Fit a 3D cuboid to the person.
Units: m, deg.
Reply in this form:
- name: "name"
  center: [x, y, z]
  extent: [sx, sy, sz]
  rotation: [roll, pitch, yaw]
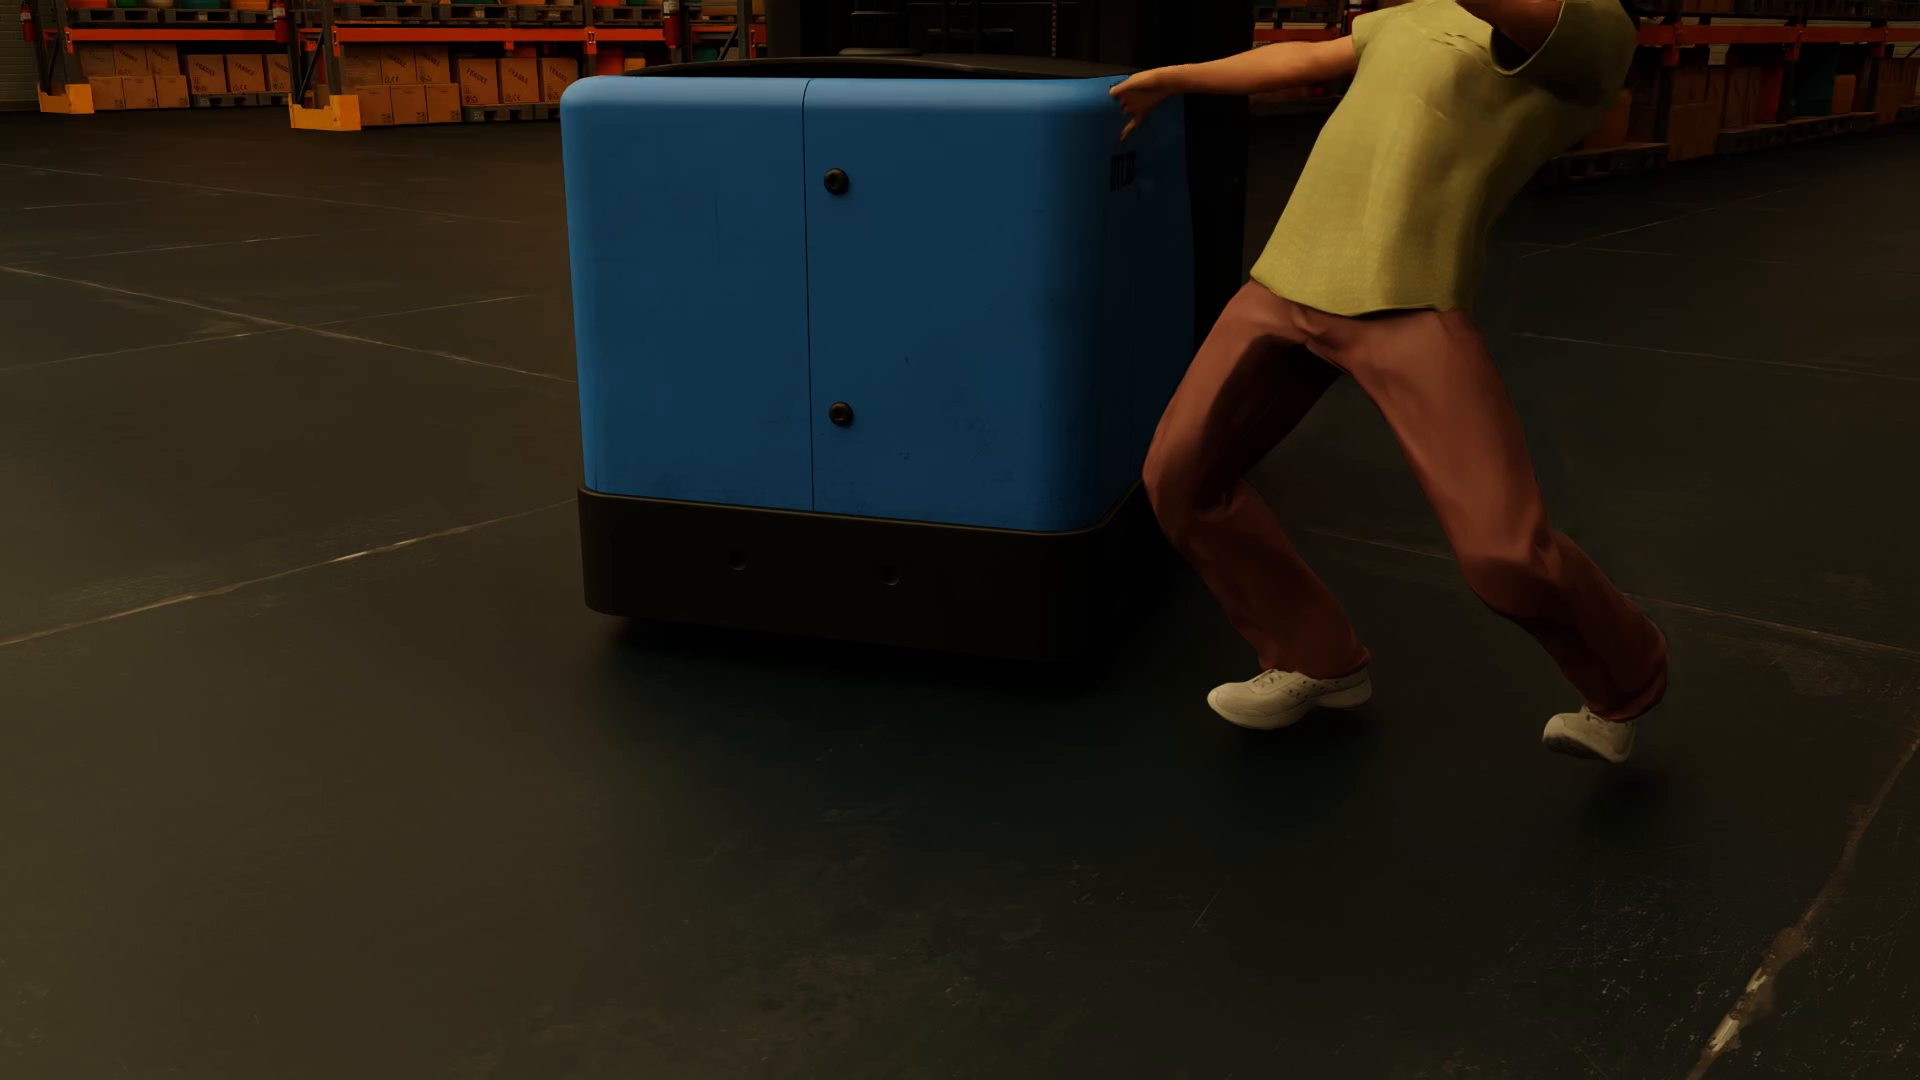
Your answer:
- name: "person"
  center: [0.600, -0.369, 2.624]
  extent: [0.716, 1.427, 0.984]
  rotation: [-13, 21, -36]

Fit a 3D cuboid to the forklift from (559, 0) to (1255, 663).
- name: "forklift"
  center: [0.182, -1.571, 4.072]
  extent: [1.130, 2.935, 3.031]
  rotation: [5, 18, 17]
